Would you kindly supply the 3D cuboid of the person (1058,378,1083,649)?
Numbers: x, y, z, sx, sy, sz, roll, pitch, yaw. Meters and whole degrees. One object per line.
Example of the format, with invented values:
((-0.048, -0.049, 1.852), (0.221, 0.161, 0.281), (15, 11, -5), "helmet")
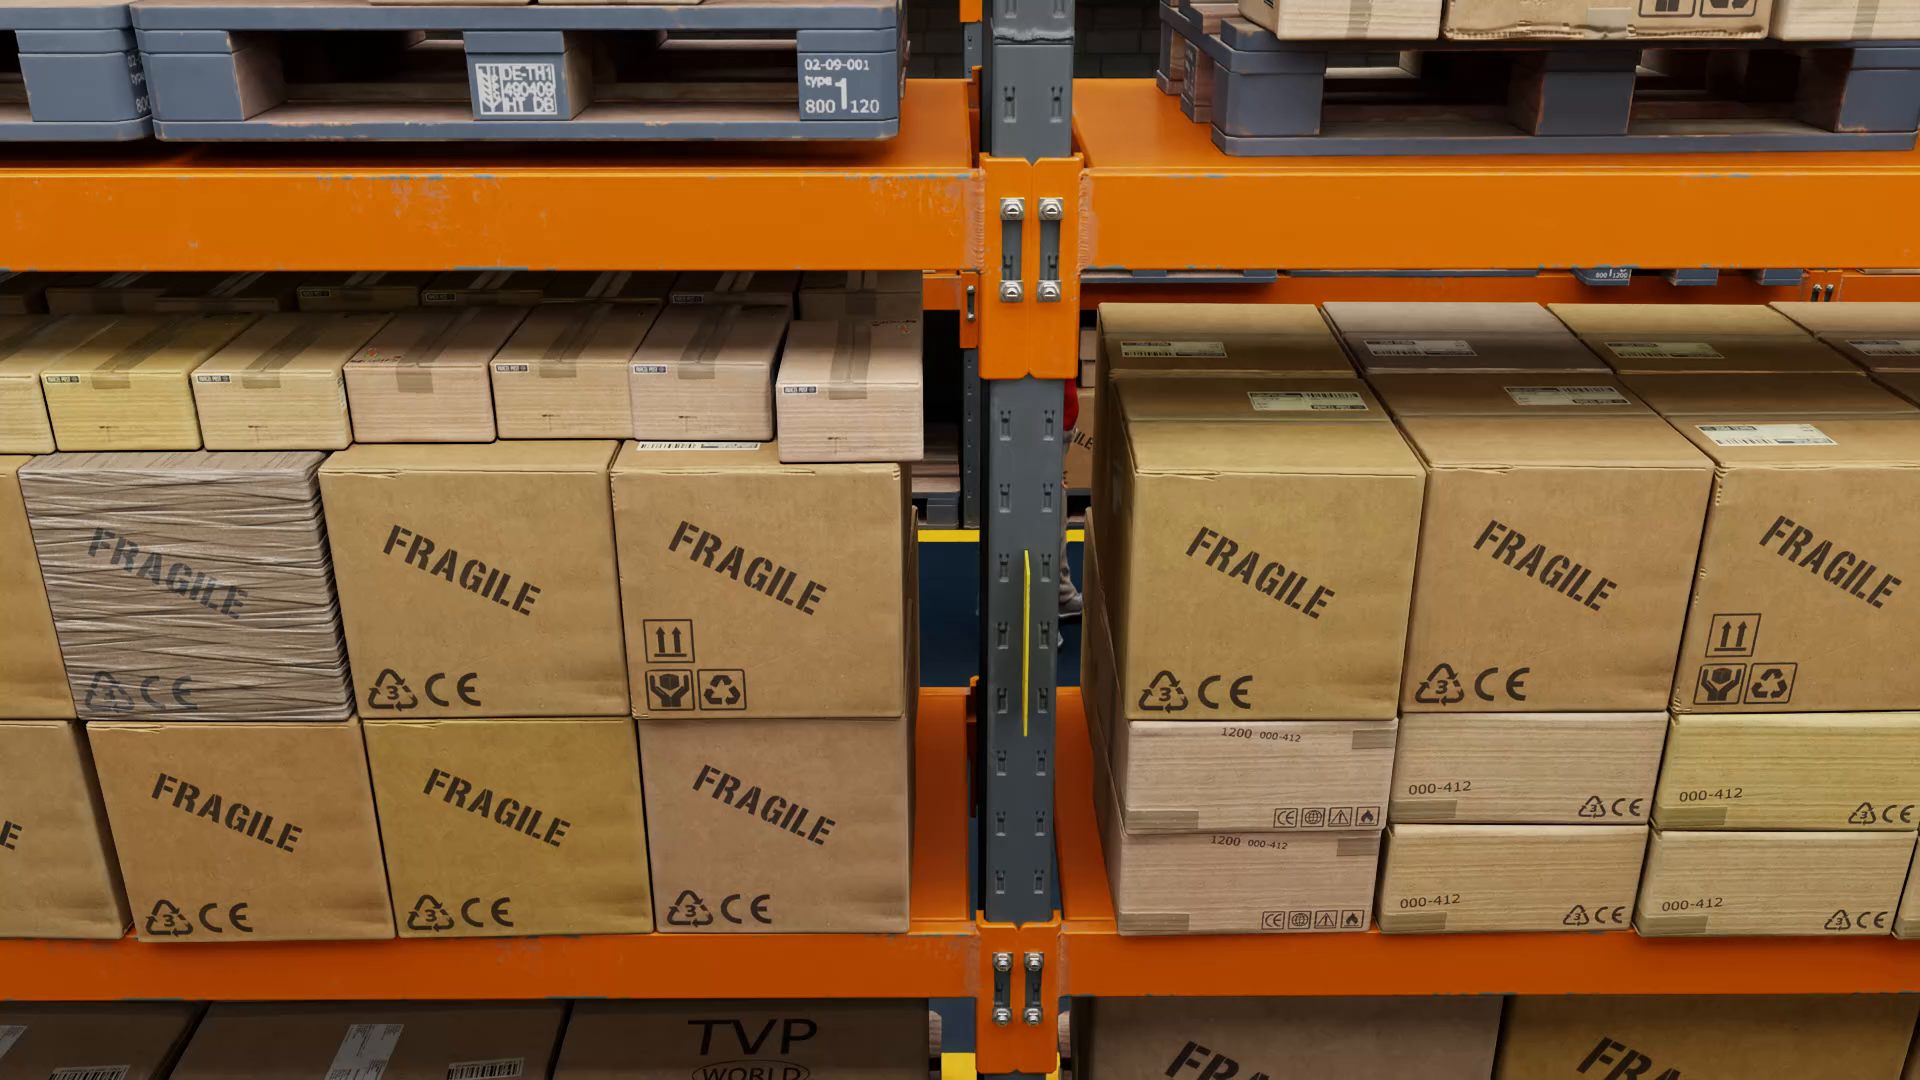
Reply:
((0.414, -0.358, 6.907), (0.606, 1.724, 0.545), (-3, 24, -6), "person")
